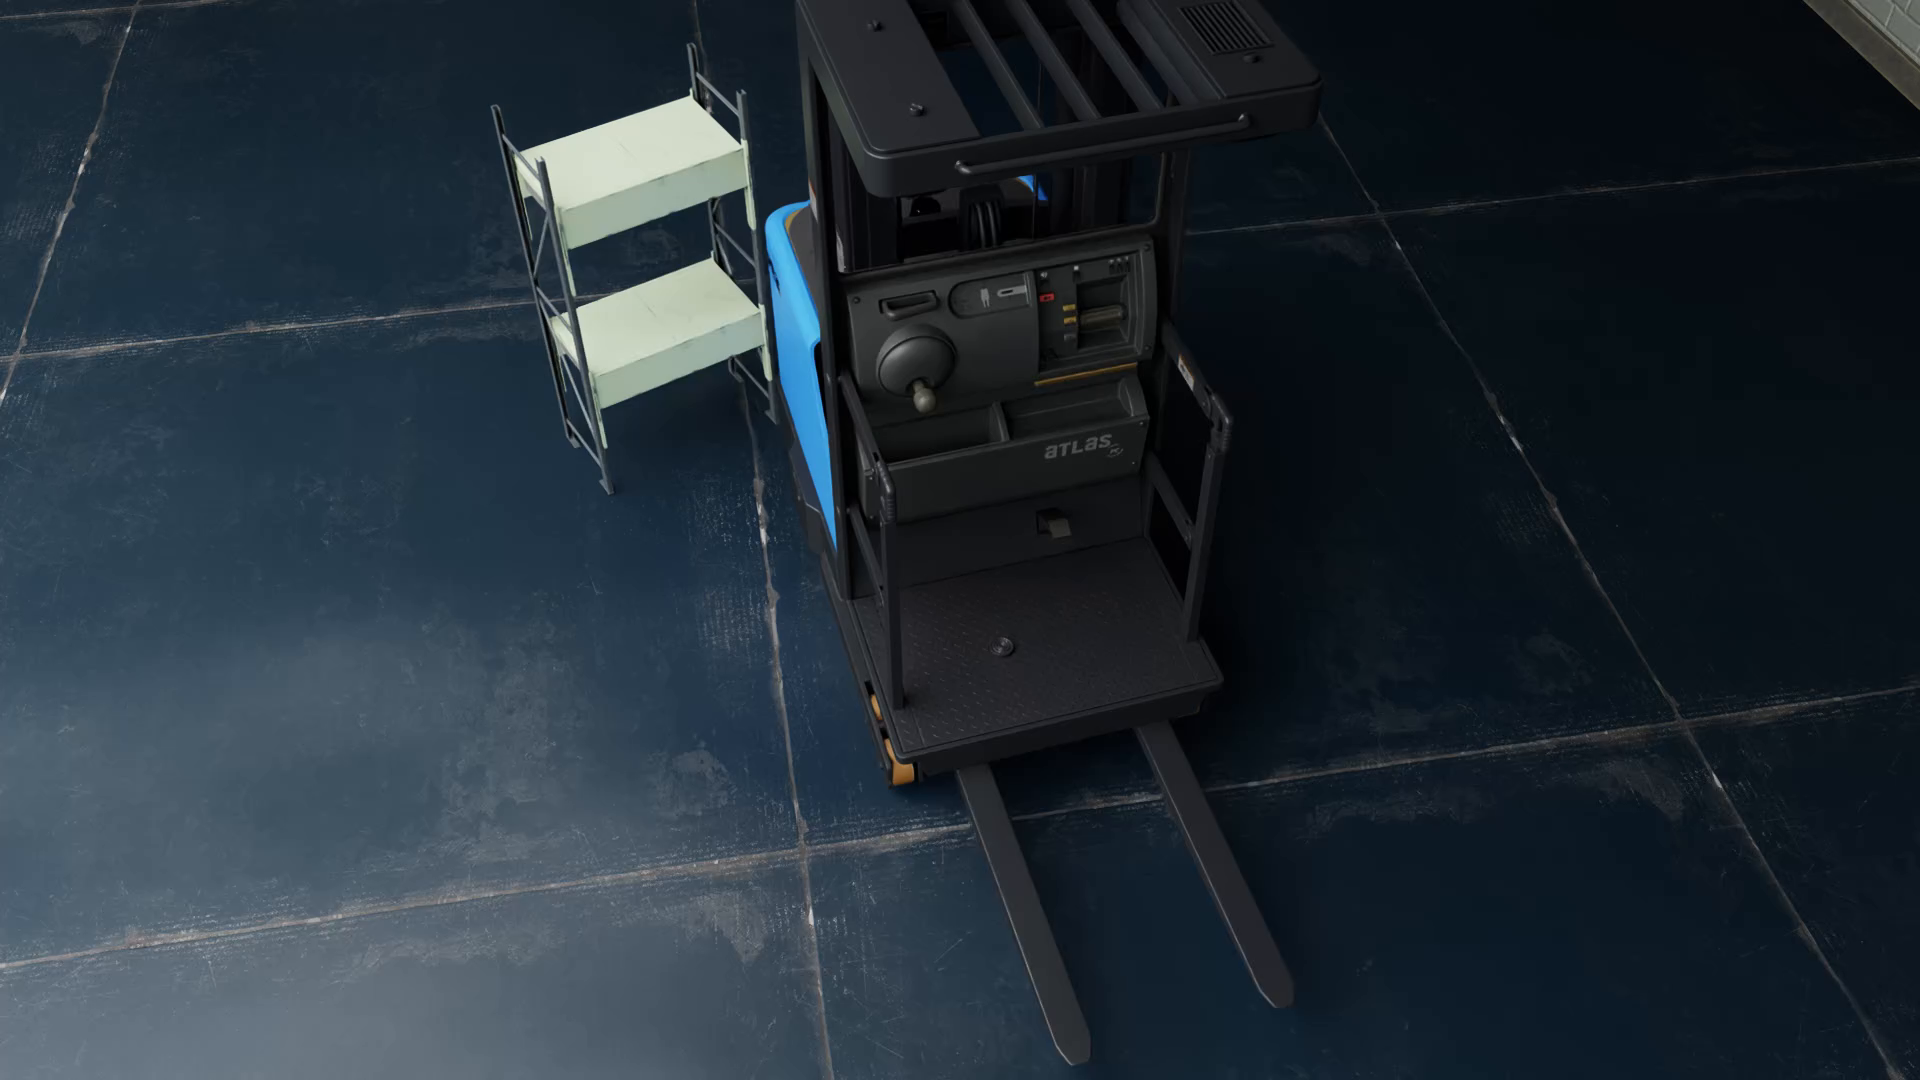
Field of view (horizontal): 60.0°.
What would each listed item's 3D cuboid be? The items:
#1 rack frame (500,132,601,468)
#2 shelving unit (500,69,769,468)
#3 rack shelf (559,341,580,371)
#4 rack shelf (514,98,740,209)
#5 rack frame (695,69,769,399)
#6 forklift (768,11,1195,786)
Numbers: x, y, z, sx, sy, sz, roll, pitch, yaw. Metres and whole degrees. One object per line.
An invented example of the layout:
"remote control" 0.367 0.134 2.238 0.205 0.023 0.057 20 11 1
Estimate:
"rack frame" -1.453 -0.817 5.994 0.010 1.308 0.380 -26 51 -23
"shelving unit" -1.148 -0.963 6.135 0.742 1.308 0.380 -26 51 -23
"rack shelf" -1.148 -0.786 6.318 0.664 0.071 0.332 -26 51 -23
"rack shelf" -1.147 -1.324 5.756 0.686 0.052 0.368 -26 51 -23
"rack frame" -0.843 -1.108 6.275 0.010 1.308 0.380 -26 51 -23
"forklift" 0.187 -0.533 4.728 1.109 2.935 3.031 -12 47 -11
